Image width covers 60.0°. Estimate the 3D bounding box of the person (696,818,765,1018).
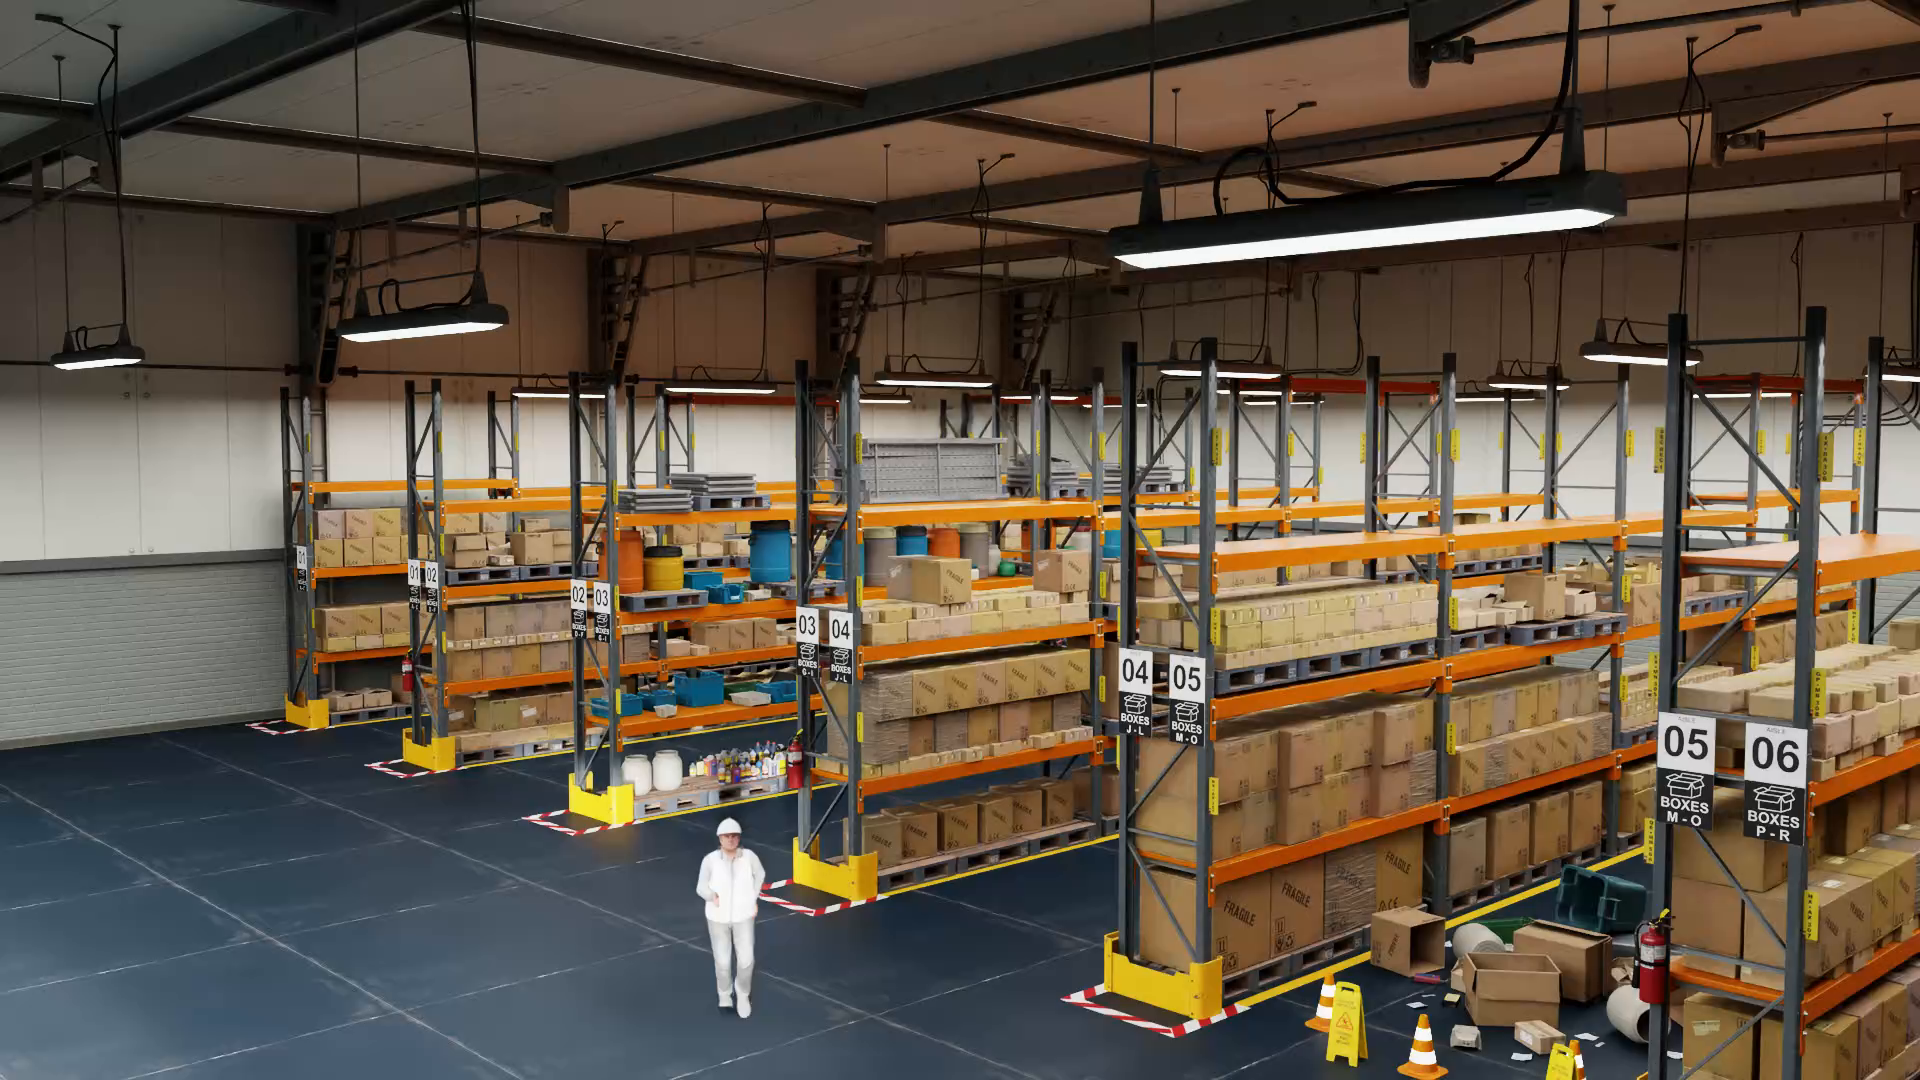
[{"bbox_3d":[-2.022,3.354,14.712,0.613,1.786,0.728,-1,4,-9],"label":"person"}]
